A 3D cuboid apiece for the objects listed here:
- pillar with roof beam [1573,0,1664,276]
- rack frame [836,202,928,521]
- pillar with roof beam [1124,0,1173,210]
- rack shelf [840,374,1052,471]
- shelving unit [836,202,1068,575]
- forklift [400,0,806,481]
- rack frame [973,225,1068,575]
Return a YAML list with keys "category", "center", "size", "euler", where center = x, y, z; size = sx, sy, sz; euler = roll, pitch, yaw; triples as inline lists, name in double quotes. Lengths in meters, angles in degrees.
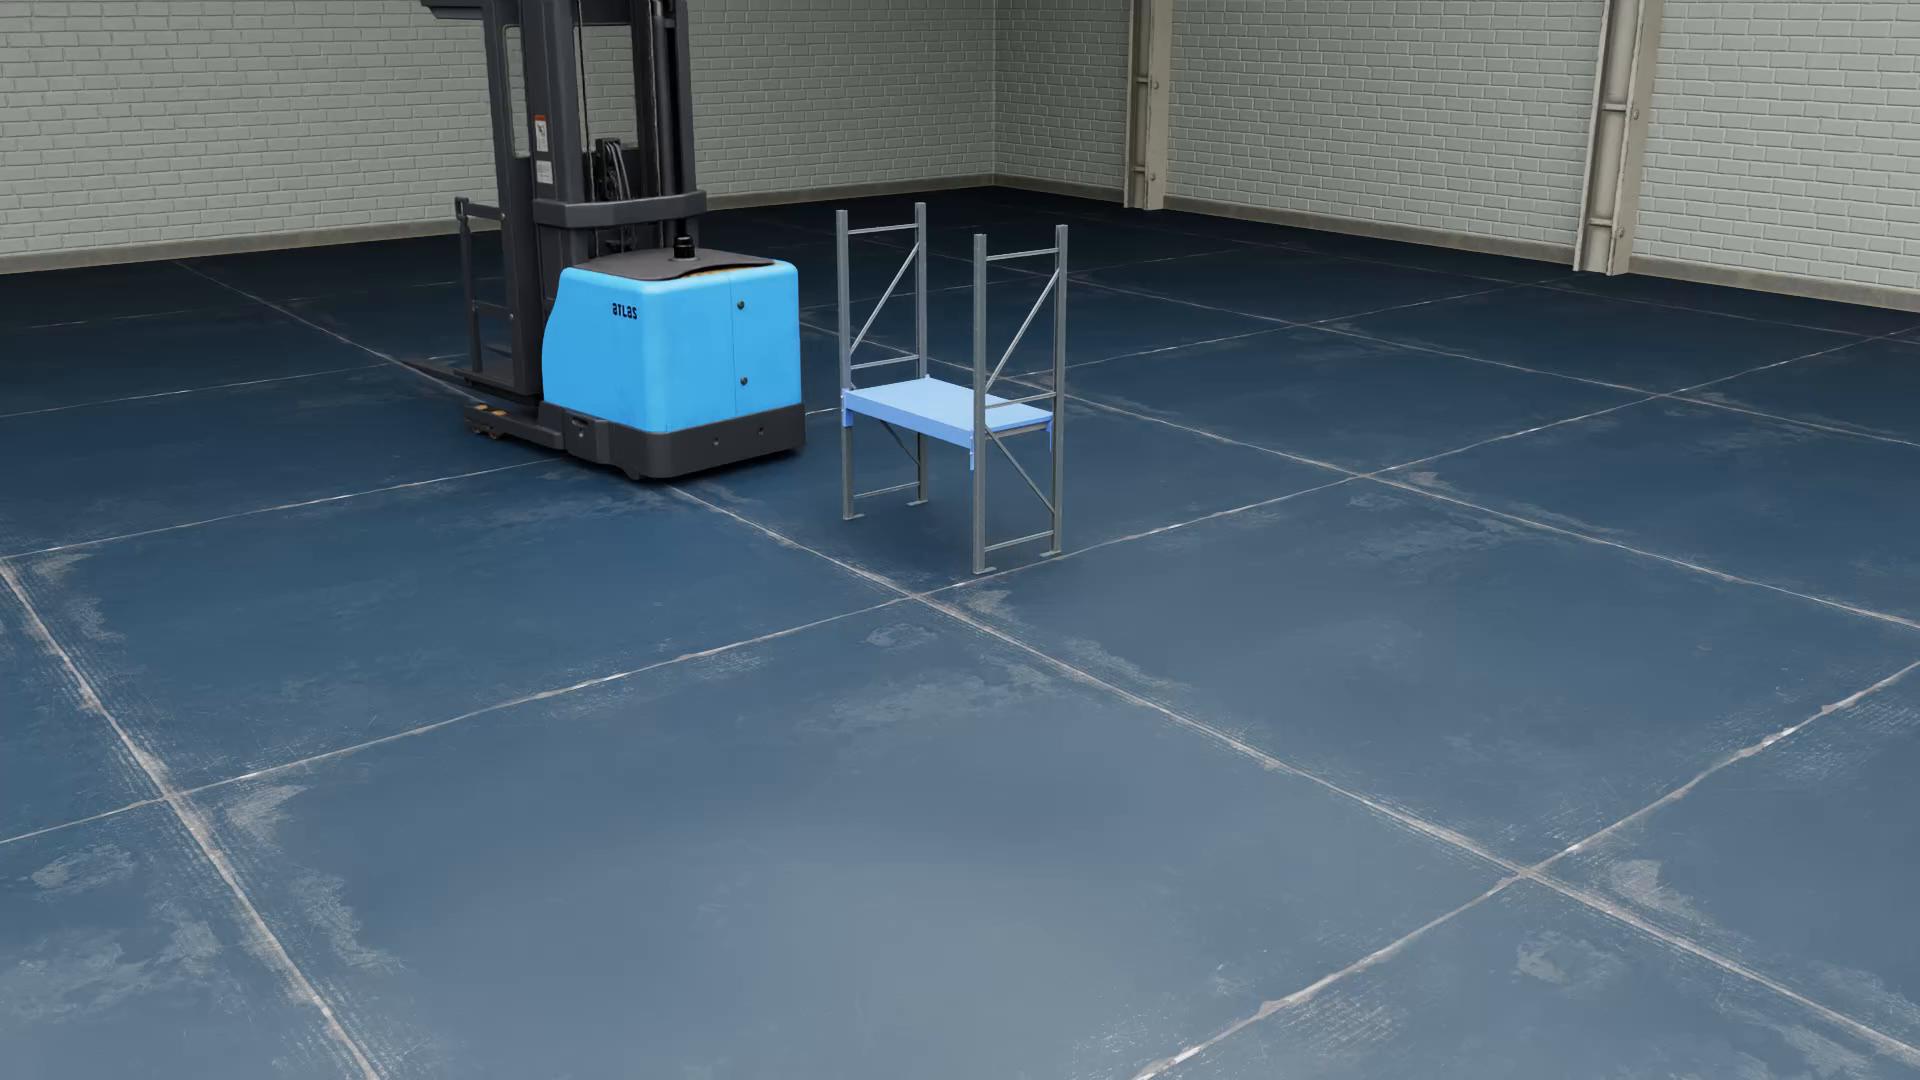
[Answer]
- category: "pillar with roof beam"
  center: [2.546, -5.915, 11.411]
  size: [9.100, 9.000, 0.400]
  euler: [-14, 23, -36]
- category: "rack frame"
  center: [-0.369, -0.858, 8.068]
  size: [0.500, 1.500, 0.032]
  euler: [-14, 23, -36]
- category: "pillar with roof beam"
  center: [-1.179, -7.394, 15.876]
  size: [9.100, 9.000, 0.400]
  euler: [-14, 23, -36]
- category: "rack shelf"
  center: [-0.053, -0.562, 7.747]
  size: [0.538, 0.185, 1.000]
  euler: [-14, 23, -36]
- category: "shelving unit"
  center: [-0.053, -0.733, 7.690]
  size: [0.538, 1.500, 1.048]
  euler: [-14, 23, -36]
- category: "forklift"
  center: [-2.266, -2.078, 9.475]
  size: [3.031, 2.935, 1.130]
  euler: [17, 25, 41]
- category: "rack frame"
  center: [0.263, -0.608, 7.312]
  size: [0.500, 1.500, 0.032]
  euler: [-14, 23, -36]
